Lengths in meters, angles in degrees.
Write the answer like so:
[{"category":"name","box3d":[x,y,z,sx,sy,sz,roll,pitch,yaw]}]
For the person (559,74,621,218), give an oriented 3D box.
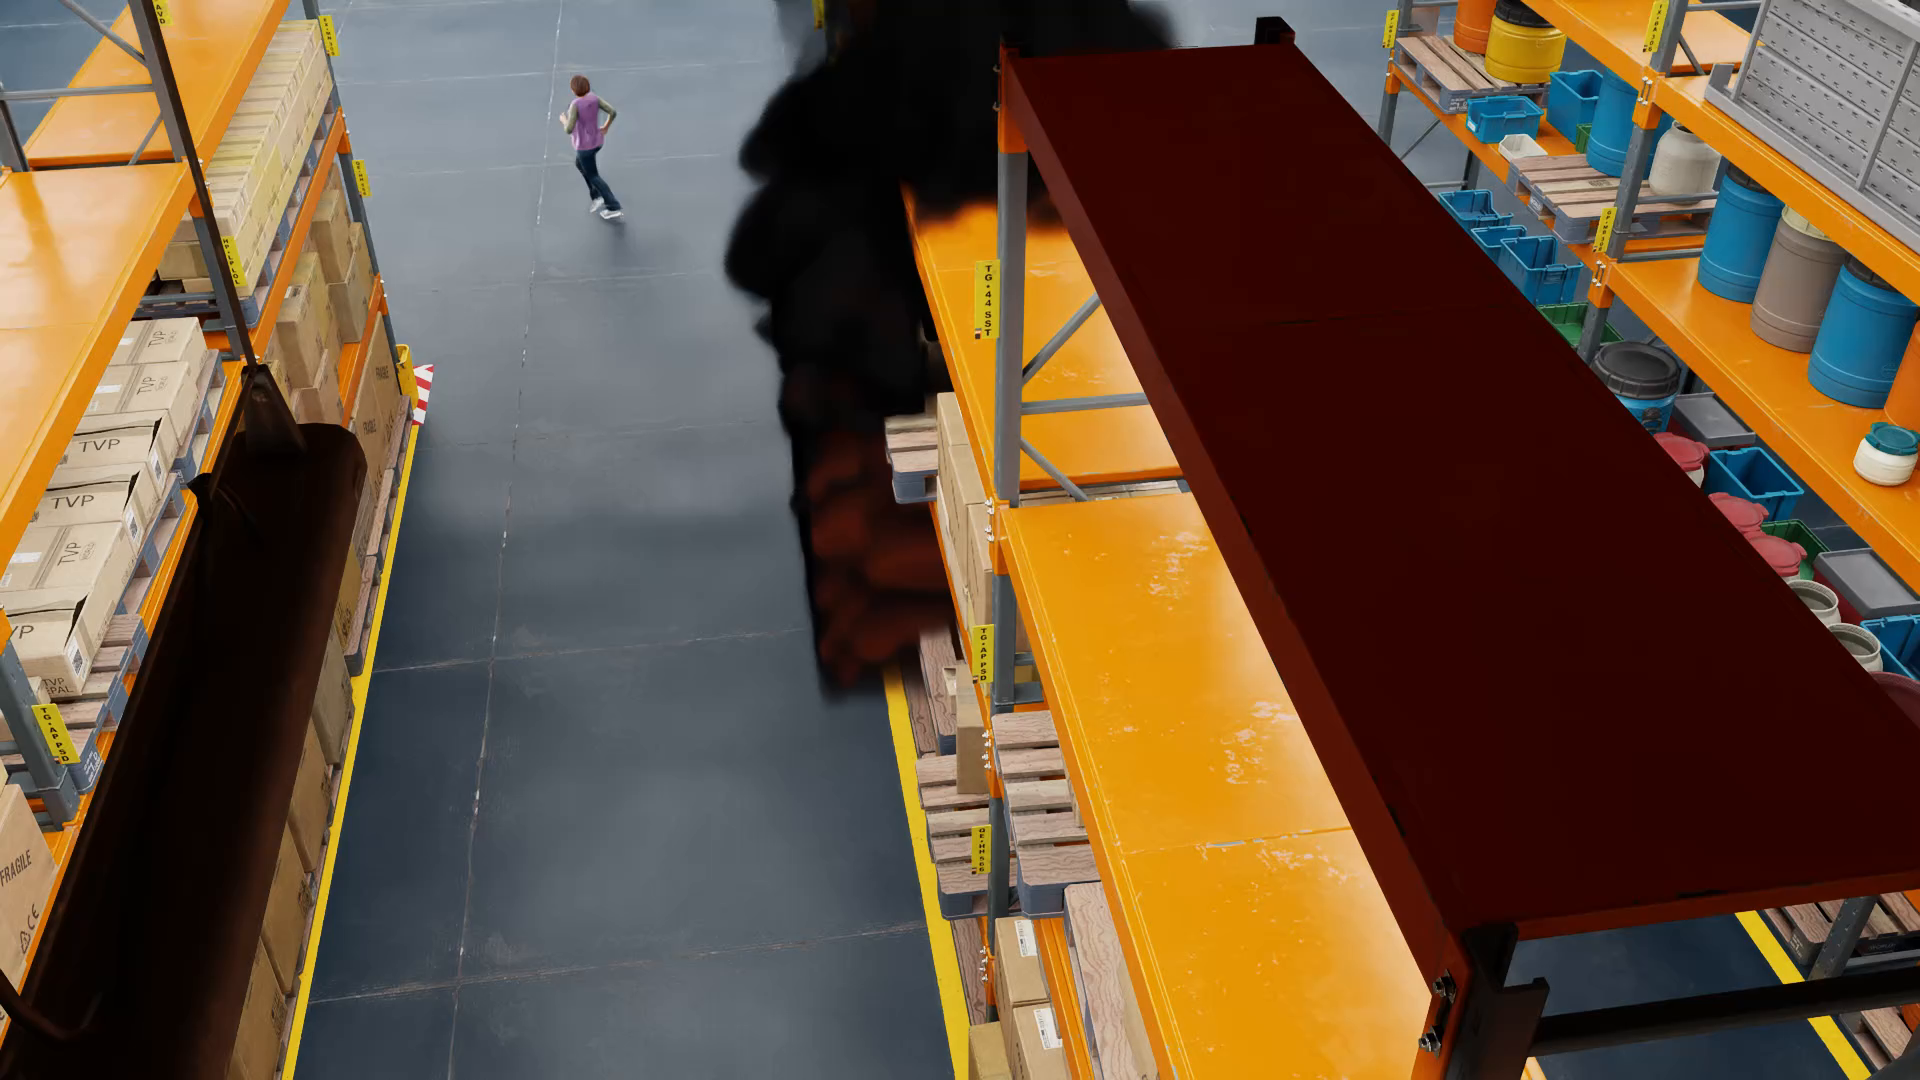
[{"category":"person","box3d":[-3.978,-4.211,17.839,0.690,1.628,0.506,16,39,20]}]
